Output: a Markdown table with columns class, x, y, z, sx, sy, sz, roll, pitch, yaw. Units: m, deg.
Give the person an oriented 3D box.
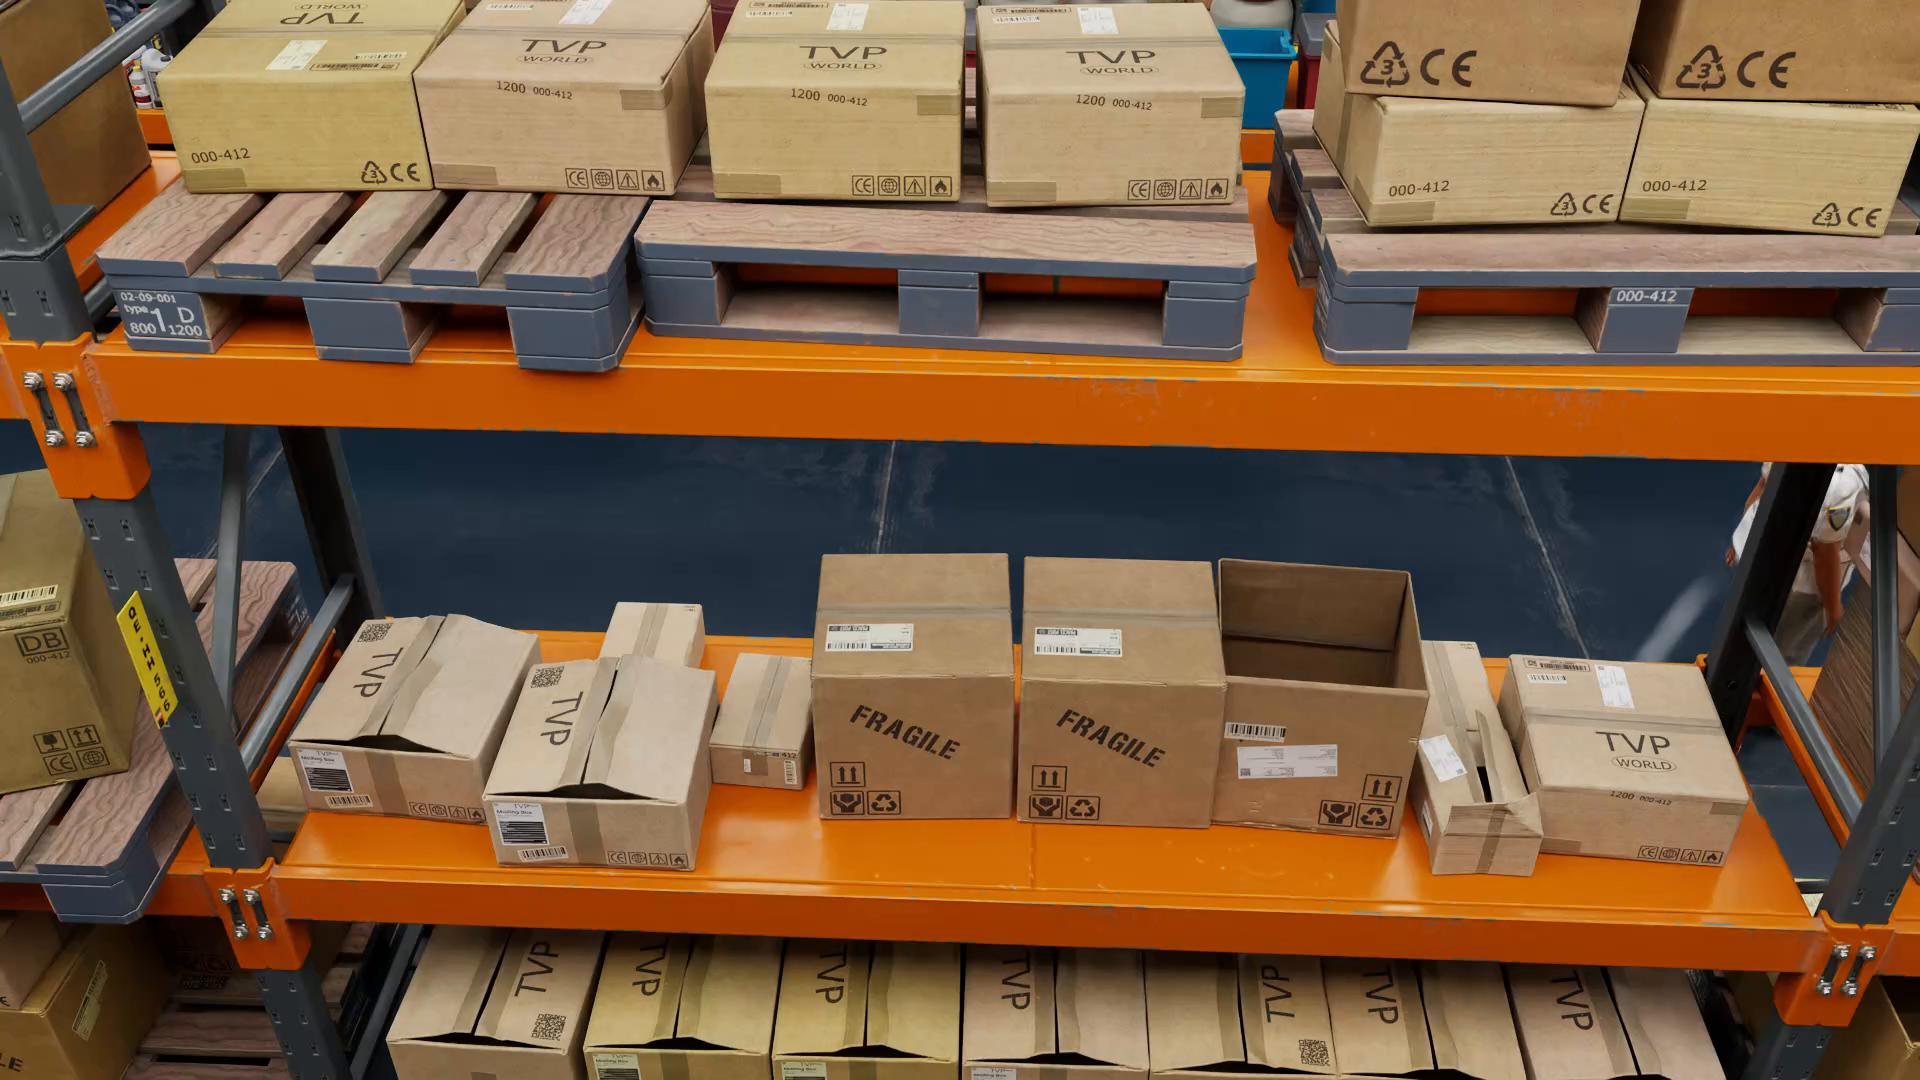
| class | x | y | z | sx | sy | sz | roll | pitch | yaw |
| --- | --- | --- | --- | --- | --- | --- | --- | --- | --- |
| person | 3.004 | 0.141 | 5.983 | 0.603 | 1.733 | 0.512 | 5 | 36 | 6 |
